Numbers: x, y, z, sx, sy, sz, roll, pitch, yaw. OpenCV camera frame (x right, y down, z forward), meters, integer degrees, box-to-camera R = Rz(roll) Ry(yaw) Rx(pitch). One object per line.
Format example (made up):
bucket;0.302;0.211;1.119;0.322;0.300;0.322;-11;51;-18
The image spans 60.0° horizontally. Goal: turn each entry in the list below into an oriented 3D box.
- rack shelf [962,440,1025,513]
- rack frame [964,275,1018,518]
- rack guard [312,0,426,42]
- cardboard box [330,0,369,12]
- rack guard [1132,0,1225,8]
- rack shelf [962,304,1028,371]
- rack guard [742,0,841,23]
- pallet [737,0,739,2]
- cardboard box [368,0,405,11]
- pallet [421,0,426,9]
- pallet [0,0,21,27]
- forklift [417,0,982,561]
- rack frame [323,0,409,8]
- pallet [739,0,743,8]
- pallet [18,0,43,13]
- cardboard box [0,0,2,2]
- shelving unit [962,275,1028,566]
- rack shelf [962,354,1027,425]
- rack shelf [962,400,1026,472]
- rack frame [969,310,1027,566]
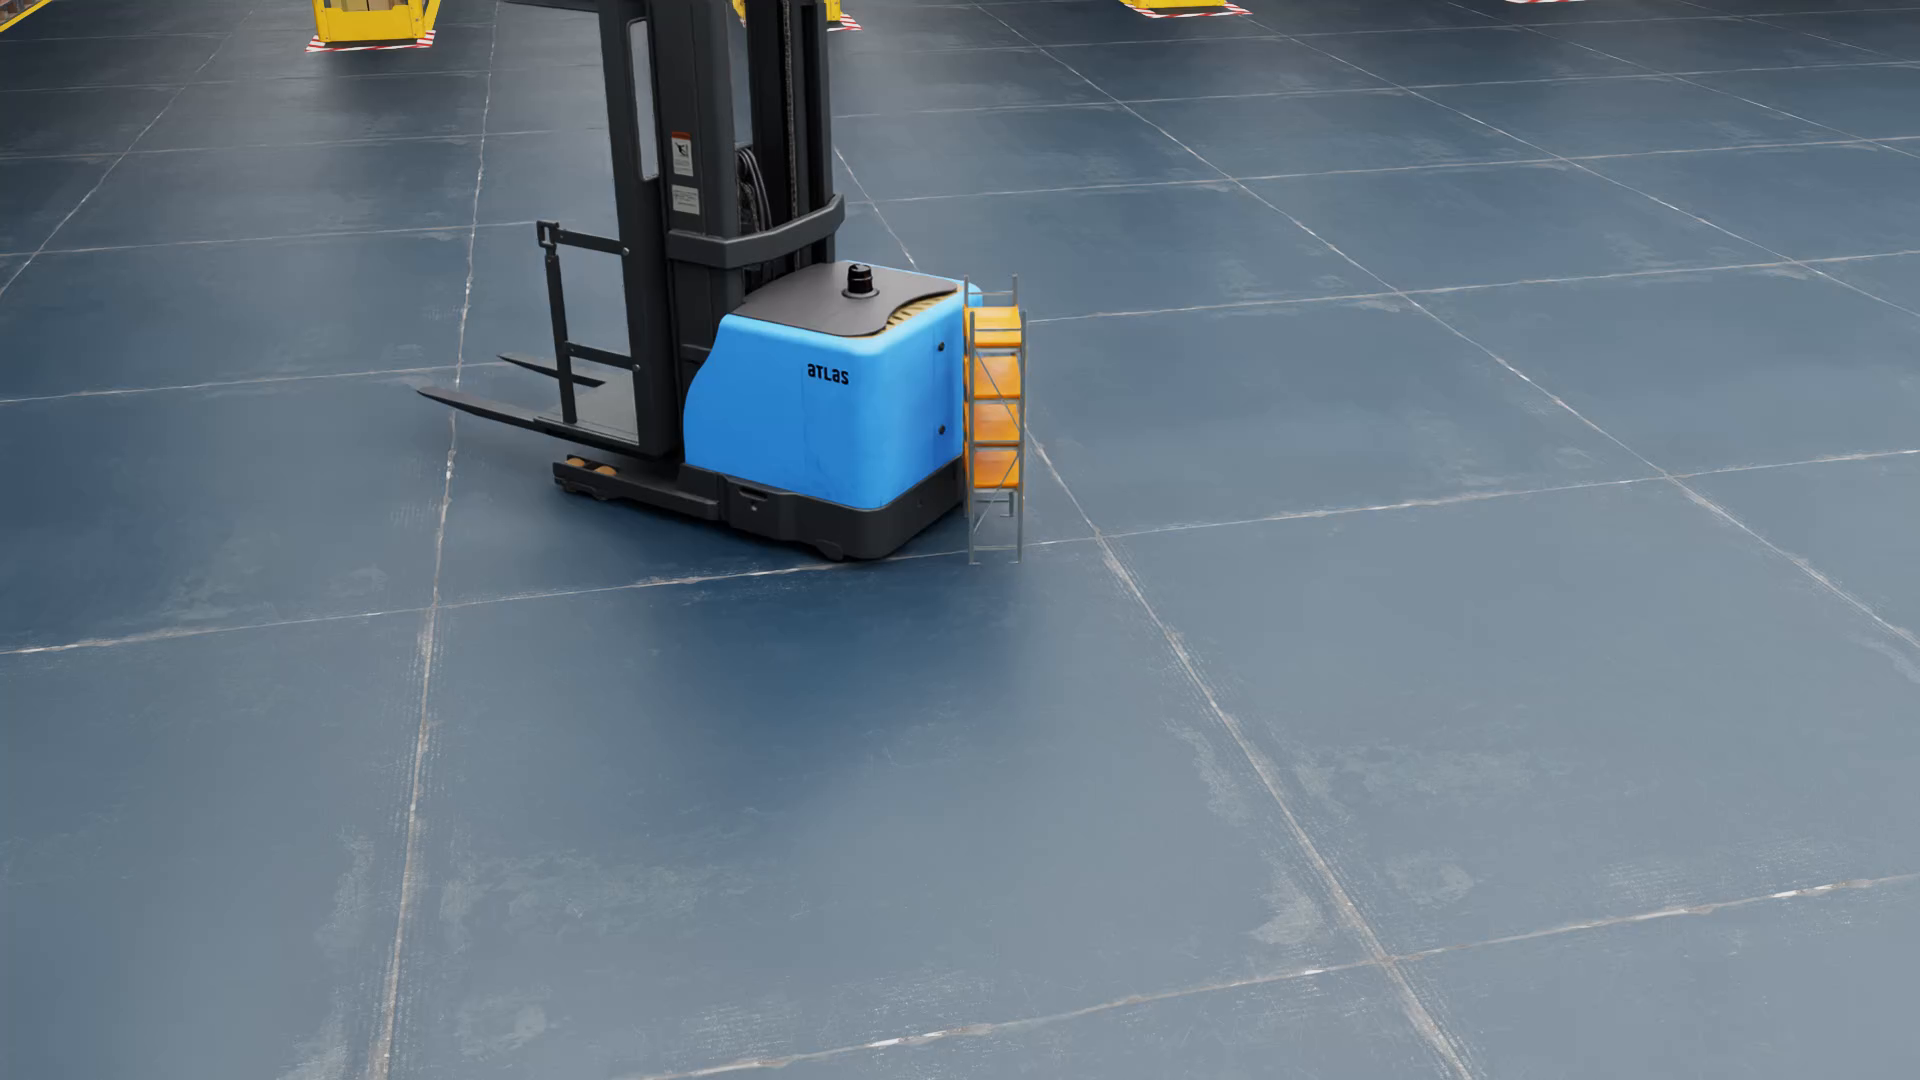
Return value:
rack shelf;0.149;-0.298;7.600;0.258;0.148;0.480;-1;27;-2
rack frame;0.137;-0.646;7.698;0.240;1.200;0.015;-1;27;-2
rack guard;-6.818;-6.062;19.206;1.175;0.500;0.348;-6;27;-12
cardboard box;-7.232;-6.354;19.596;0.500;0.250;0.500;-6;27;-12
rack guard;2.812;-7.111;21.283;1.175;0.500;0.348;-6;27;-12
rack shelf;0.149;-0.887;7.303;0.258;0.148;0.480;-1;27;-2
rack guard;-2.060;-6.603;20.277;1.175;0.500;0.348;-6;27;-12
pallet;-2.509;-7.366;22.109;1.003;0.211;1.213;-6;27;-12
cardboard box;-6.728;-6.407;19.700;0.500;0.250;0.500;-6;27;-12
pallet;-7.308;-6.810;21.008;1.003;0.211;1.213;-6;27;-12
pallet;-12.086;-6.367;20.131;1.003;0.211;1.213;-6;27;-12
forklift;-1.414;-1.689;7.844;3.031;2.935;1.130;15;30;27
rack frame;-6.824;-7.189;18.664;1.000;3.000;0.127;-6;27;-12
pallet;-2.238;-6.831;21.050;1.003;0.211;1.213;-6;27;-12
pallet;-12.365;-6.904;21.194;1.003;0.211;1.213;-6;27;-12
cardboard box;-11.962;-6.655;19.892;0.700;0.500;0.500;-8;28;-15
shelving unit;0.149;-0.536;7.480;0.258;1.200;0.503;-1;27;-2
rack shelf;0.149;-0.675;7.409;0.258;0.148;0.480;-1;27;-2
rack shelf;0.149;-0.476;7.510;0.258;0.148;0.480;-1;27;-2
rack frame;0.160;-0.426;7.262;0.240;1.200;0.015;-1;27;-2
